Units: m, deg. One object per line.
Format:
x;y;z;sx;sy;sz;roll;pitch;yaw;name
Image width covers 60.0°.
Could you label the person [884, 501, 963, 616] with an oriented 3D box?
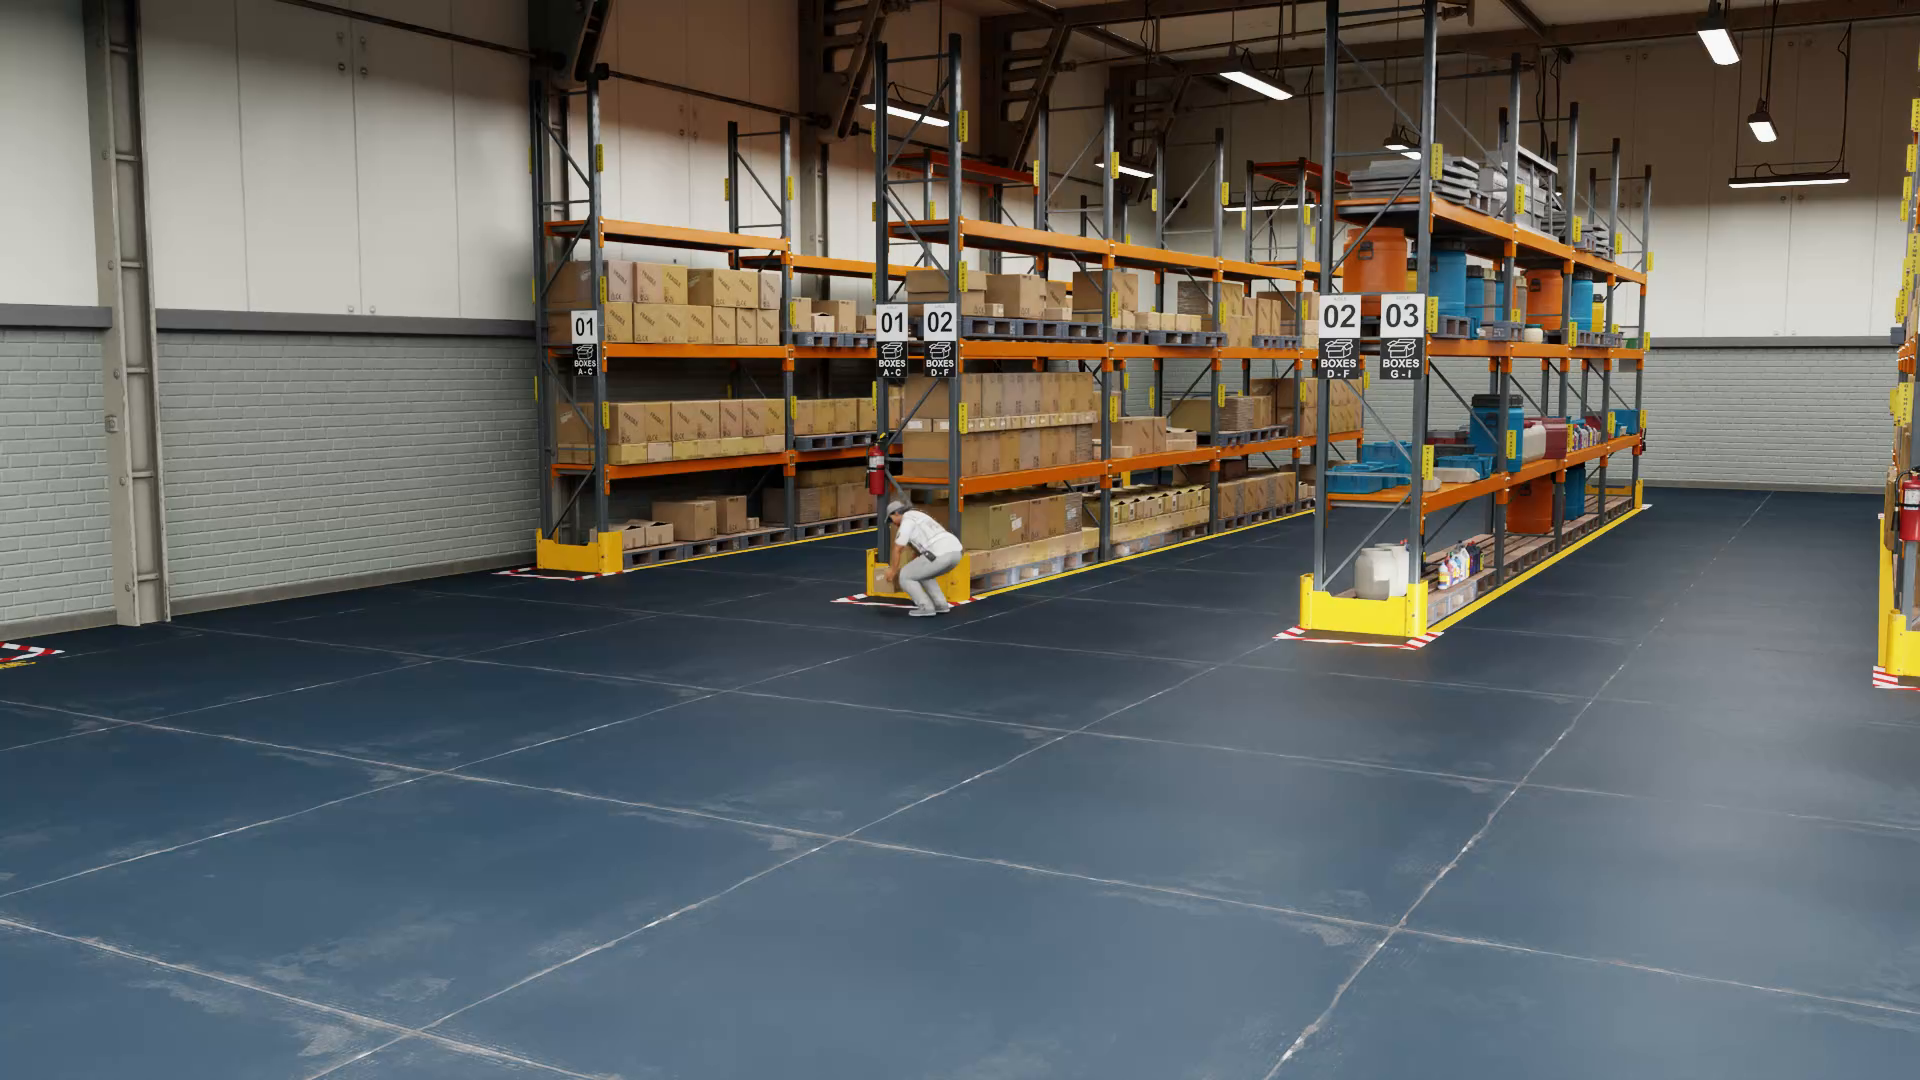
-0.396;0.189;17.010;0.817;1.158;0.541;3;7;28;person
